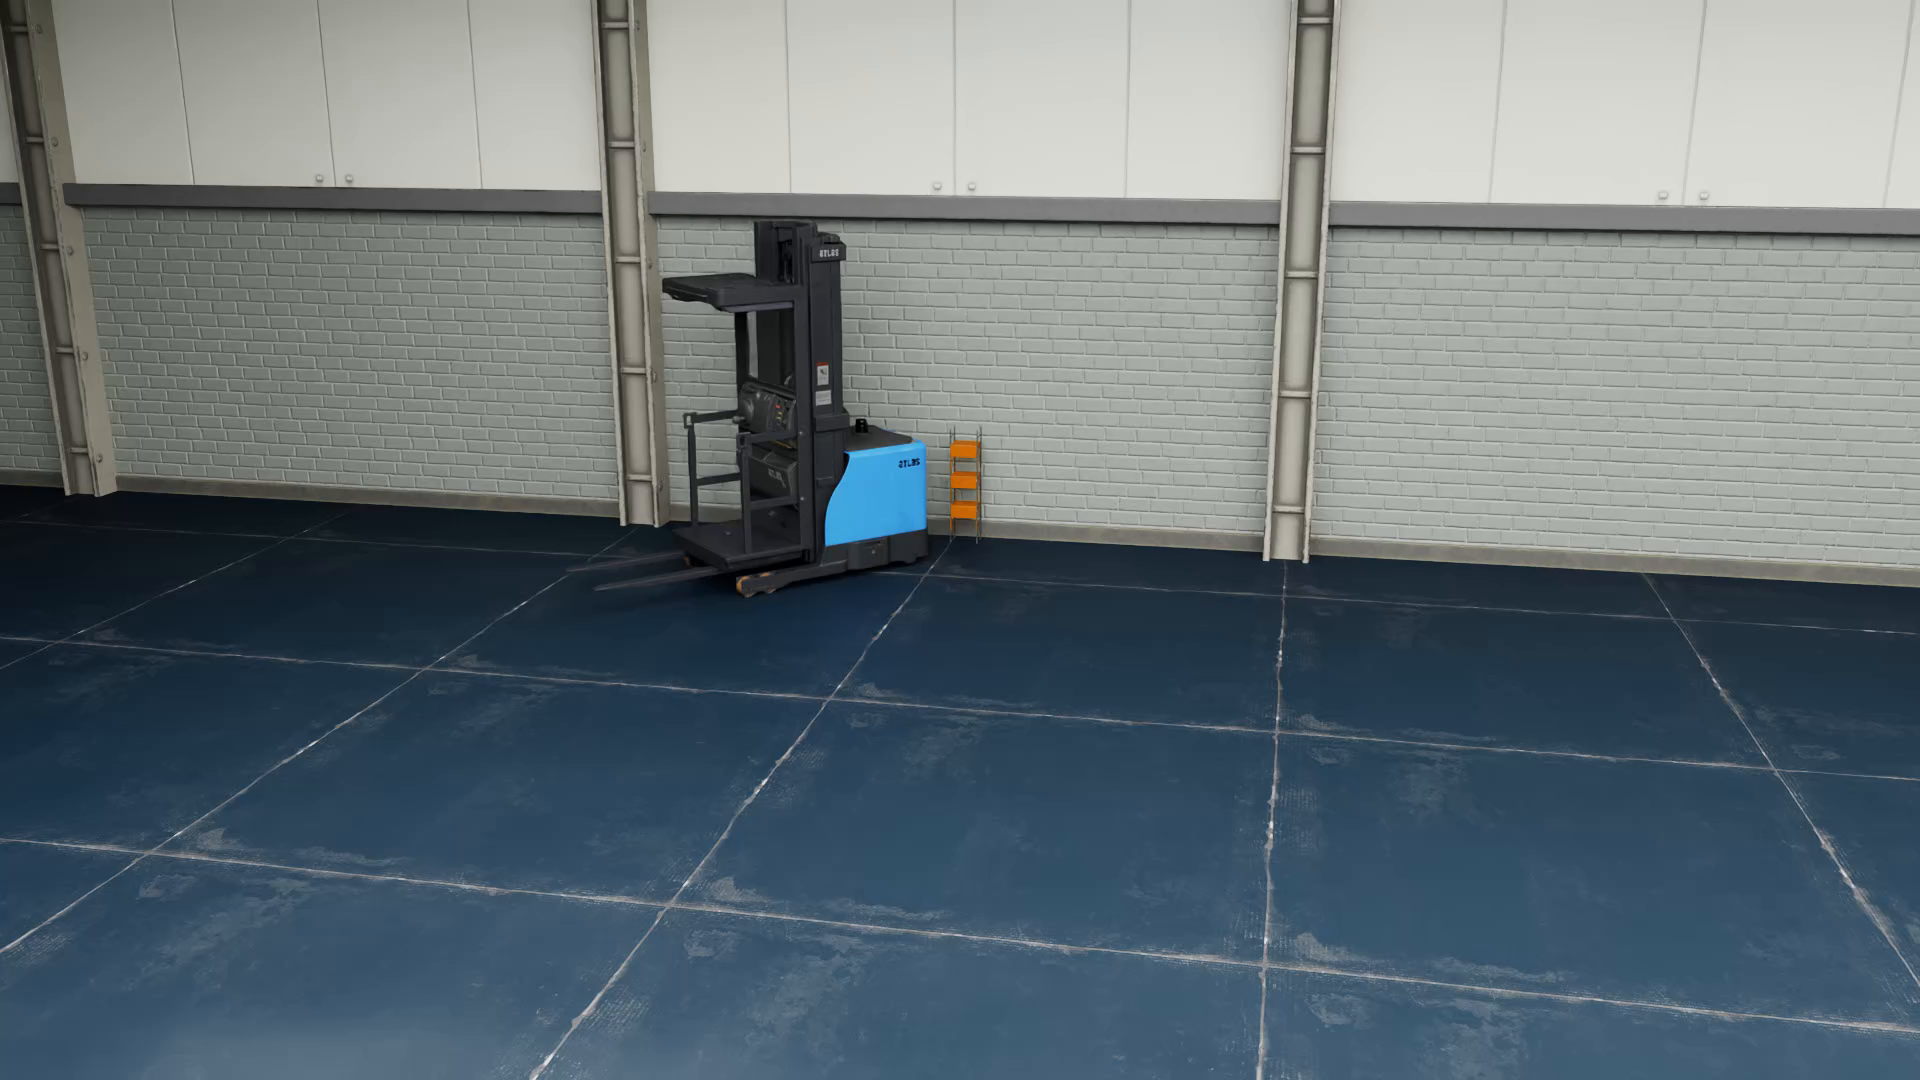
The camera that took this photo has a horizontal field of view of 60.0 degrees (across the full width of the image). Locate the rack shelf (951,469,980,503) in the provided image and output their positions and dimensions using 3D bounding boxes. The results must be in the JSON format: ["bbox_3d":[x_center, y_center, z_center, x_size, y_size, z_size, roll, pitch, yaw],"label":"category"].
[{"bbox_3d":[0.052,-0.493,15.102,0.240,0.259,0.215,3,16,11],"label":"rack shelf"}]

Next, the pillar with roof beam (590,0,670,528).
[{"bbox_3d":[-3.856,-3.379,10.591,0.400,9.000,9.100,3,16,11],"label":"pillar with roof beam"}]

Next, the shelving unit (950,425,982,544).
[{"bbox_3d":[0.052,-0.503,15.100,0.252,1.050,0.215,3,16,11],"label":"shelving unit"}]

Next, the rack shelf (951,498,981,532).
[{"bbox_3d":[0.052,-0.225,15.177,0.240,0.259,0.215,3,16,11],"label":"rack shelf"}]

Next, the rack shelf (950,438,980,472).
[{"bbox_3d":[0.052,-0.766,15.027,0.240,0.259,0.215,3,16,11],"label":"rack shelf"}]

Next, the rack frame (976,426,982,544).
[{"bbox_3d":[0.172,-0.497,15.076,0.008,1.050,0.200,3,16,11],"label":"rack frame"}]

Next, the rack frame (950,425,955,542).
[{"bbox_3d":[-0.067,-0.510,15.123,0.008,1.050,0.200,3,16,11],"label":"rack frame"}]

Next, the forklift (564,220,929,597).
[{"bbox_3d":[-1.782,-1.107,13.755,3.031,2.935,1.130,-10,18,-33],"label":"forklift"}]

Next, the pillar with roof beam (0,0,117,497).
[{"bbox_3d":[-9.735,-3.698,11.744,0.400,9.000,9.100,3,16,11],"label":"pillar with roof beam"}]

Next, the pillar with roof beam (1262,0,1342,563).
[{"bbox_3d":[2.024,-3.060,9.439,0.400,9.000,9.100,3,16,11],"label":"pillar with roof beam"}]
